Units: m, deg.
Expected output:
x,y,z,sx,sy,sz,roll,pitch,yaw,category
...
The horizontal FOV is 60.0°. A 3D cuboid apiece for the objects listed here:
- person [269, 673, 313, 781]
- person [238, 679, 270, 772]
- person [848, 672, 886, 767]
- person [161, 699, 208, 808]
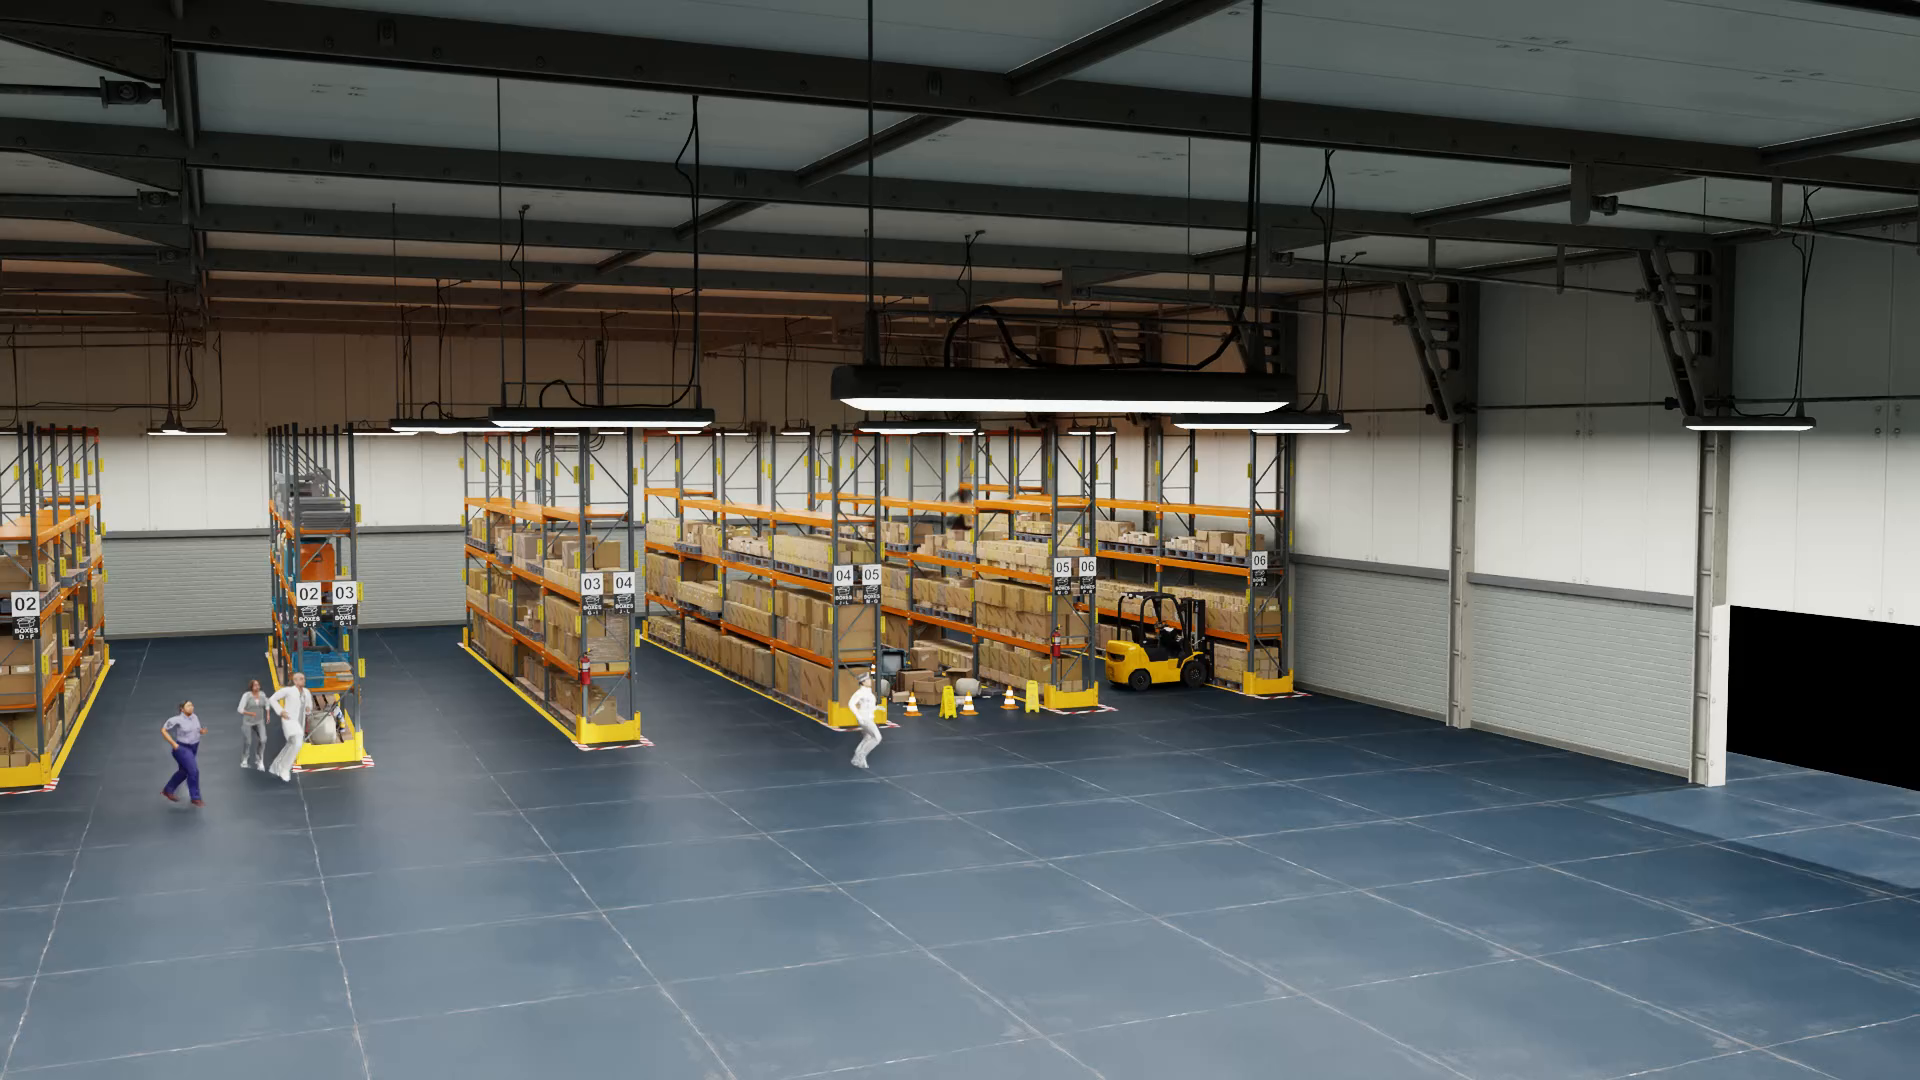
x,y,z,sx,sy,sz,roll,pitch,yaw,category
-11.285,3.142,28.135,0.713,1.792,0.689,1,4,19,person
-12.147,3.192,28.659,0.574,1.596,0.690,-3,4,-38,person
-1.598,3.113,28.840,0.624,1.660,0.593,1,4,10,person
-12.085,3.329,25.939,0.828,1.686,0.582,1,4,9,person
